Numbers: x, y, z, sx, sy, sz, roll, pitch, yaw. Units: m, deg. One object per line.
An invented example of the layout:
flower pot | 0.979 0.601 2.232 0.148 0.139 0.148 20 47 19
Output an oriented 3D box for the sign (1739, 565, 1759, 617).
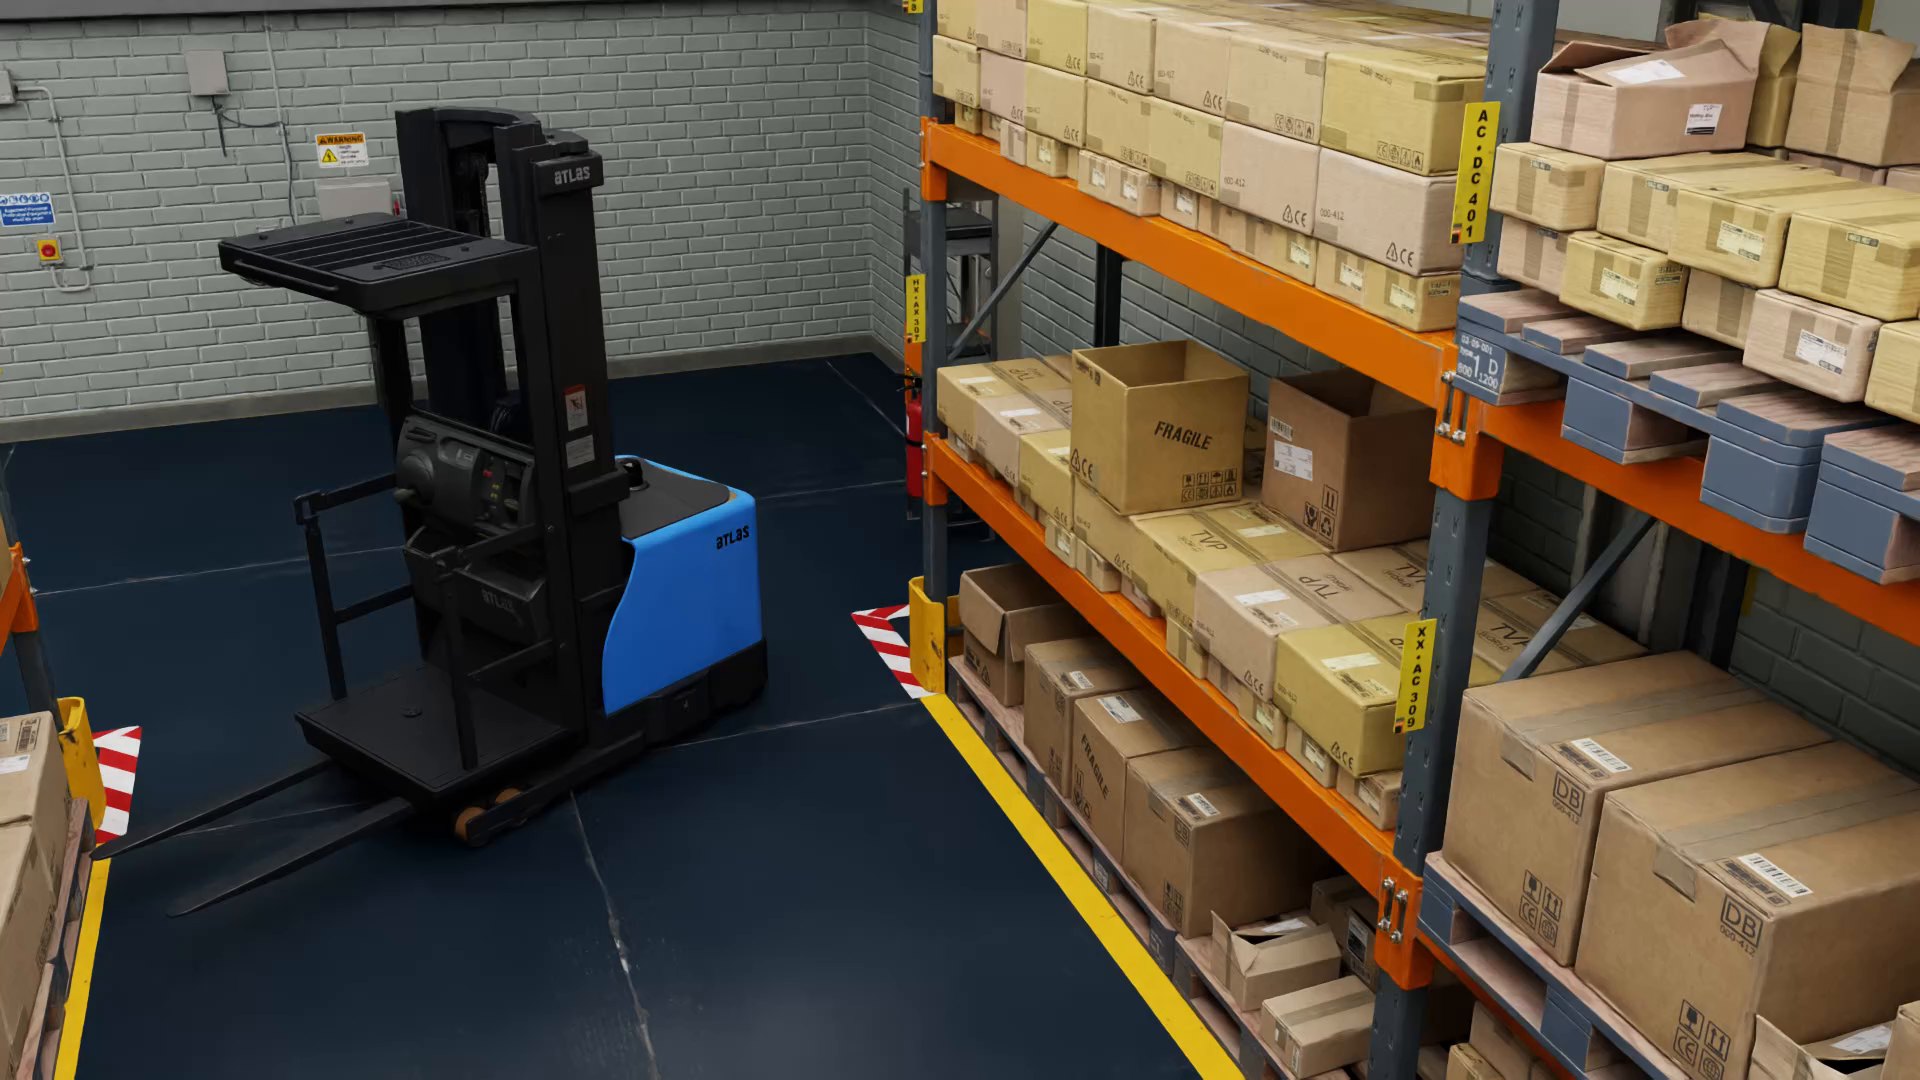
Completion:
sign | 2.233 0.073 4.724 0.100 0.325 0.005 -8 24 -19

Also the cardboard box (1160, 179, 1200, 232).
cardboard box | 0.897 -1.142 5.560 0.380 0.149 0.250 -8 24 -18

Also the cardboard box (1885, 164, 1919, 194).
cardboard box | 2.139 -0.686 3.425 0.380 0.149 0.250 -9 24 -20

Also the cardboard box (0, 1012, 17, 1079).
cardboard box | -3.365 1.786 4.910 0.875 0.438 0.875 -9 25 -21

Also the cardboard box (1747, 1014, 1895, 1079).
cardboard box | 1.847 1.110 3.387 0.396 0.266 0.258 -7 24 -16

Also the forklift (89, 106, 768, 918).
forklift | -2.287 -0.256 7.083 1.130 2.935 3.031 17 28 35

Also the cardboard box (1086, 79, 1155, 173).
cardboard box | 0.776 -1.466 5.815 0.500 0.250 0.500 -9 24 -20

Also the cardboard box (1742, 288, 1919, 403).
cardboard box | 1.698 -0.378 3.076 0.380 0.149 0.250 -8 24 -18

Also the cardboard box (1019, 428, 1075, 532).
cardboard box | 0.571 -0.269 6.835 0.500 0.250 0.500 -9 24 -20

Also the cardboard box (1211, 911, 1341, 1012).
cardboard box | 1.118 1.459 5.907 0.396 0.266 0.258 -7 24 -17

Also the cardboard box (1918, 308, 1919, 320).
cardboard box | 1.882 -0.430 2.818 0.380 0.149 0.250 -8 24 -18

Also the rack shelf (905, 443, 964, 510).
rack shelf | -0.058 -0.370 10.262 0.431 0.518 0.480 -8 24 -19

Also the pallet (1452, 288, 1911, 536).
pallet | 1.880 -0.365 3.634 1.213 0.211 1.003 -8 24 -19

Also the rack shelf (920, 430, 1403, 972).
rack shelf | 1.009 0.289 6.629 1.077 0.370 4.000 -8 24 -19

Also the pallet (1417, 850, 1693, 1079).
pallet | 1.895 1.078 4.078 1.003 0.211 1.213 -8 24 -19

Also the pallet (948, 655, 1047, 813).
pallet | 0.612 0.833 8.002 1.003 0.211 1.213 -8 24 -19

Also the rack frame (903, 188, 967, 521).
rack frame | -0.145 -1.116 10.195 0.400 2.100 0.015 -8 24 -19

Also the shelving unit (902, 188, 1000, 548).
shelving unit | -0.059 -1.028 9.985 0.431 2.100 0.503 -8 24 -19

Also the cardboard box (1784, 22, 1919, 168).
cardboard box | 2.012 -0.957 3.533 0.396 0.266 0.258 -8 24 -19

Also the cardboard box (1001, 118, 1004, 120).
cardboard box | 0.389 -1.701 6.885 0.380 0.149 0.250 -8 24 -19

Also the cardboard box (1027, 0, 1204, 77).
cardboard box | 0.576 -1.886 6.167 0.500 0.250 0.500 -9 24 -20

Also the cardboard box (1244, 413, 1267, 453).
cardboard box | 1.065 -0.338 7.001 0.500 0.250 0.500 -8 24 -17

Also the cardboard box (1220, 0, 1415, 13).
cardboard box | 1.247 -1.766 5.883 0.500 0.250 0.500 -8 24 -19

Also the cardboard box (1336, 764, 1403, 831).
cardboard box | 1.366 0.719 5.006 0.380 0.149 0.250 -8 24 -18

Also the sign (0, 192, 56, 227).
sign | -6.421 -2.273 11.432 0.327 0.218 0.001 -8 24 -19

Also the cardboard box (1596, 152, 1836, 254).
cardboard box | 1.571 -0.703 3.465 0.380 0.149 0.250 -8 24 -18

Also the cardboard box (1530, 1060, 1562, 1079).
cardboard box | 1.730 1.461 4.381 0.380 0.149 0.250 -10 25 -22

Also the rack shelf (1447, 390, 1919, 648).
rack shelf | 2.422 0.360 2.598 1.077 0.370 4.000 -8 24 -19

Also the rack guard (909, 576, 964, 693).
rack guard | 0.329 0.410 8.633 1.175 0.500 0.348 -8 24 -19

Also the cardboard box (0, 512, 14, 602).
cardboard box | -3.922 0.006 6.245 0.500 0.500 0.500 -8 24 -19

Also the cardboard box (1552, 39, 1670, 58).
cardboard box | 1.806 -1.215 4.576 0.500 0.250 0.500 -9 24 -20

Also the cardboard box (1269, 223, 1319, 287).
cardboard box | 1.142 -0.861 4.891 0.380 0.149 0.250 -8 24 -17

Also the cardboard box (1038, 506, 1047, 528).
cardboard box | 0.551 -0.124 7.005 0.380 0.149 0.250 -8 24 -18

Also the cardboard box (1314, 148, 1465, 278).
cardboard box | 1.310 -0.907 4.488 0.500 0.250 0.500 -8 24 -19

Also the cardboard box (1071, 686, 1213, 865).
cardboard box | 0.788 0.946 6.821 0.500 0.500 0.500 -8 24 -18

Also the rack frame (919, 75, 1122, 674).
rack frame | 0.302 -0.769 8.213 1.000 3.000 0.127 -8 24 -19

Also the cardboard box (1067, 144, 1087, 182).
cardboard box | 0.625 -1.421 6.220 0.380 0.149 0.250 -9 24 -20

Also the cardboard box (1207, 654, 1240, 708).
cardboard box | 1.072 0.437 5.675 0.380 0.149 0.250 -8 24 -18

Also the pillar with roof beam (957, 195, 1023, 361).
pillar with roof beam | -3.835 -4.046 8.264 9.100 9.000 0.400 -8 24 -19

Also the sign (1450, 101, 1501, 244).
sign | 1.210 -0.859 3.899 0.100 0.325 0.005 -8 24 -19

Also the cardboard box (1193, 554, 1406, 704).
cardboard box | 1.116 0.285 5.523 0.500 0.250 0.500 -8 24 -19

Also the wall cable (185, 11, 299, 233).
wall cable | -5.031 -2.799 11.722 0.588 1.984 0.122 -8 24 -19

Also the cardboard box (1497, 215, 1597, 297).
cardboard box | 1.449 -0.659 3.743 0.380 0.149 0.250 -8 24 -18

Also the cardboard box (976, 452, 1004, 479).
cardboard box | 0.295 -0.410 7.685 0.380 0.149 0.250 -8 24 -18

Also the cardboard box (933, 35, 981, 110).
cardboard box | 0.203 -2.021 7.130 0.500 0.250 0.500 -9 24 -20

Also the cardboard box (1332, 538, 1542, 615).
cardboard box | 1.609 0.218 5.681 0.500 0.250 0.500 -9 24 -19

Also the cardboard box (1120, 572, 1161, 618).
cardboard box | 0.838 0.156 6.342 0.380 0.149 0.250 -8 24 -19

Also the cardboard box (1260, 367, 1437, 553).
cardboard box | 1.438 -0.307 5.961 0.500 0.500 0.500 -9 24 -20

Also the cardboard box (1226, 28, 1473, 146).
cardboard box | 1.124 -1.330 4.848 0.500 0.250 0.500 -9 24 -20
